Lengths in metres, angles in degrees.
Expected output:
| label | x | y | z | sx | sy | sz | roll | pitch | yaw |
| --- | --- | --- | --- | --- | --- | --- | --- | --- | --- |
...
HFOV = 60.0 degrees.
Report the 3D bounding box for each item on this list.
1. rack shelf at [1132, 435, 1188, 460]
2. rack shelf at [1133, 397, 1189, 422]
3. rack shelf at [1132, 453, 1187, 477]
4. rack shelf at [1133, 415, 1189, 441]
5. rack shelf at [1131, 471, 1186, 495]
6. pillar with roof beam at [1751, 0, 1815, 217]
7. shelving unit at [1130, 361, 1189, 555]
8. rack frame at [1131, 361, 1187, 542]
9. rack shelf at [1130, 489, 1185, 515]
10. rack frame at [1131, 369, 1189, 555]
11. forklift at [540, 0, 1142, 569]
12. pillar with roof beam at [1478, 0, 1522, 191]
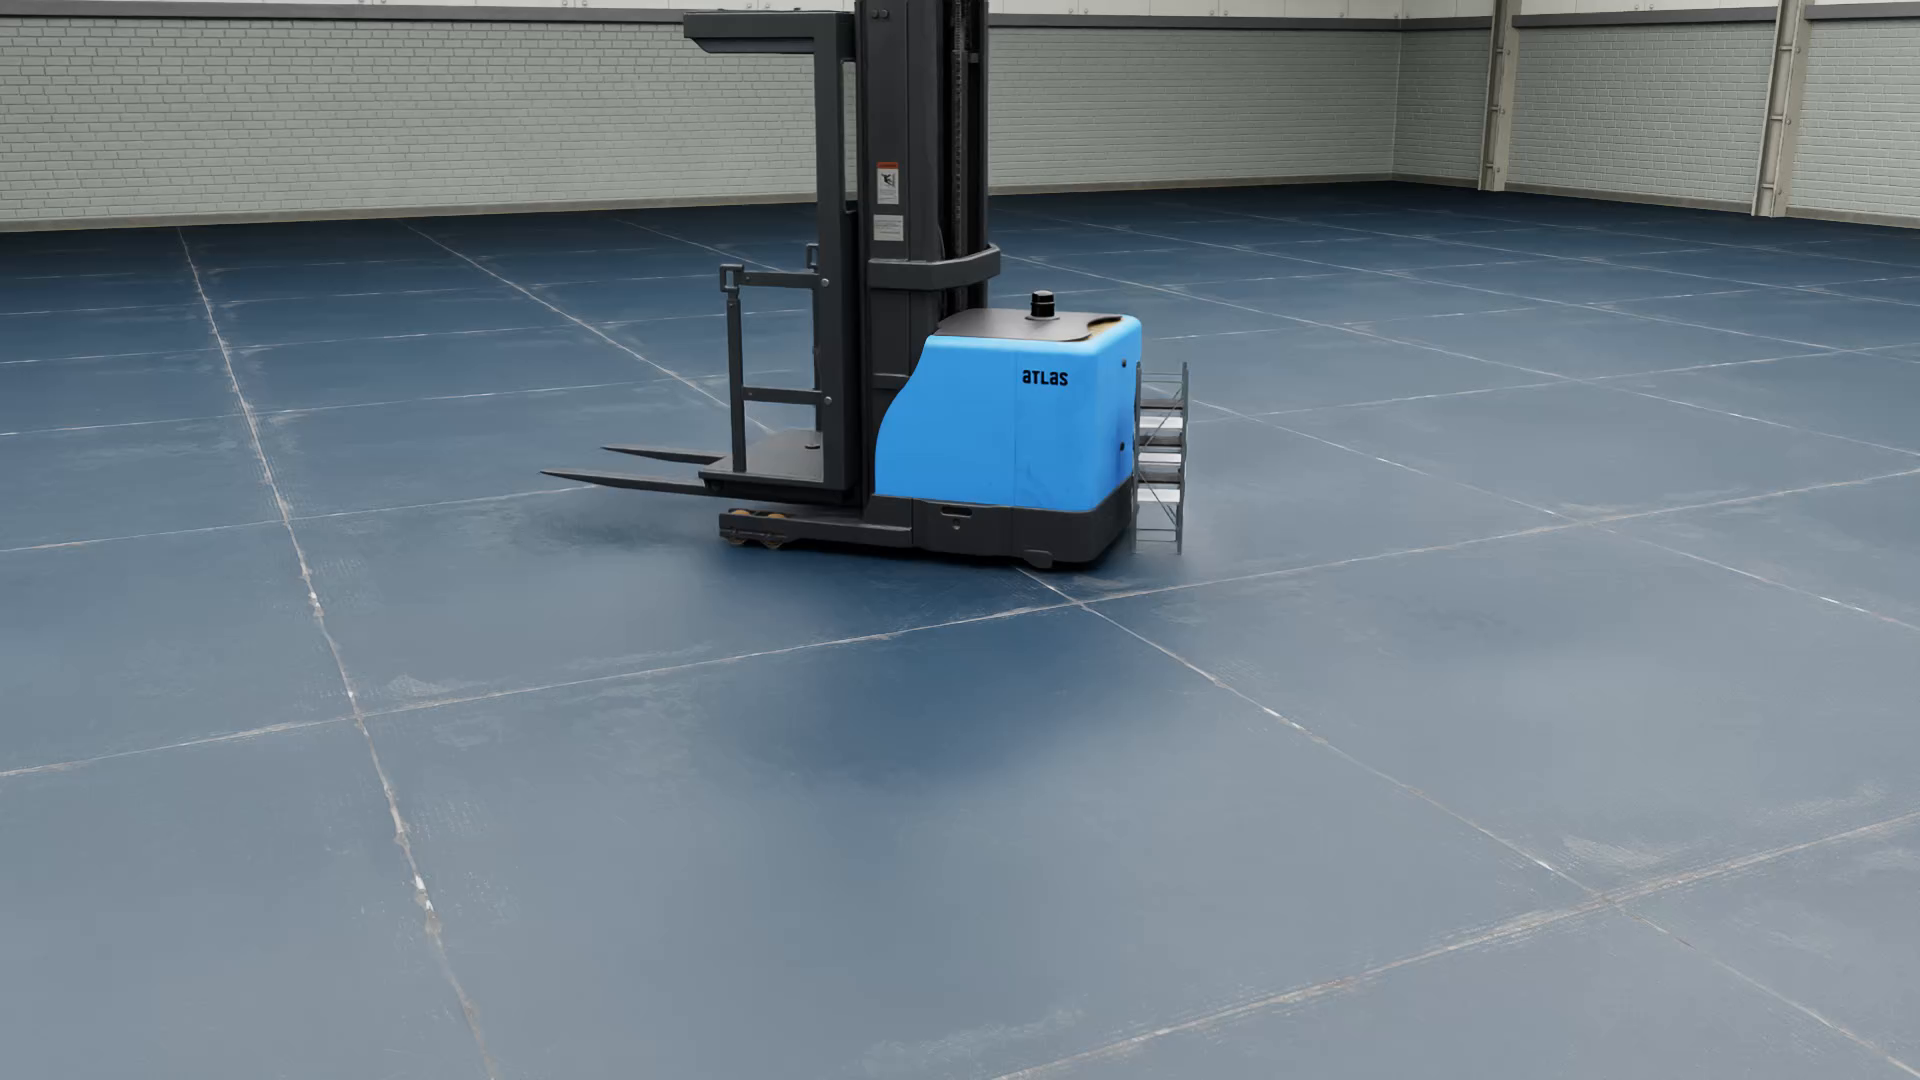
| label | x | y | z | sx | sy | sz | roll | pitch | yaw |
| --- | --- | --- | --- | --- | --- | --- | --- | --- | --- |
| rack shelf | 0.957 | -0.448 | 7.974 | 0.258 | 0.077 | 0.200 | 2 | 16 | 5 |
| rack shelf | 0.957 | -0.621 | 7.924 | 0.258 | 0.077 | 0.200 | 2 | 16 | 5 |
| rack shelf | 0.957 | -0.362 | 7.999 | 0.258 | 0.077 | 0.200 | 2 | 16 | 5 |
| rack shelf | 0.957 | -0.535 | 7.949 | 0.258 | 0.077 | 0.200 | 2 | 16 | 5 |
| rack shelf | 0.956 | -0.275 | 8.024 | 0.258 | 0.077 | 0.200 | 2 | 16 | 5 |
| pillar with roof beam | 8.640 | -8.821 | 22.676 | 9.100 | 9.000 | 0.400 | -8 | 18 | -25 |
| shelving unit | 0.957 | -0.394 | 7.990 | 0.258 | 0.900 | 0.210 | 2 | 16 | 5 |
| rack frame | 0.965 | -0.422 | 8.087 | 0.240 | 0.900 | 0.006 | 2 | 16 | 5 |
| rack shelf | 0.956 | -0.189 | 8.049 | 0.258 | 0.077 | 0.200 | 2 | 16 | 5 |
| rack frame | 0.948 | -0.366 | 7.892 | 0.240 | 0.900 | 0.006 | 2 | 16 | 5 |
| forklift | -0.661 | -1.501 | 8.169 | 3.031 | 2.935 | 1.130 | 6 | 17 | 19 |
| pillar with roof beam | 6.012 | -10.309 | 27.861 | 9.100 | 9.000 | 0.400 | -8 | 18 | -25 |
